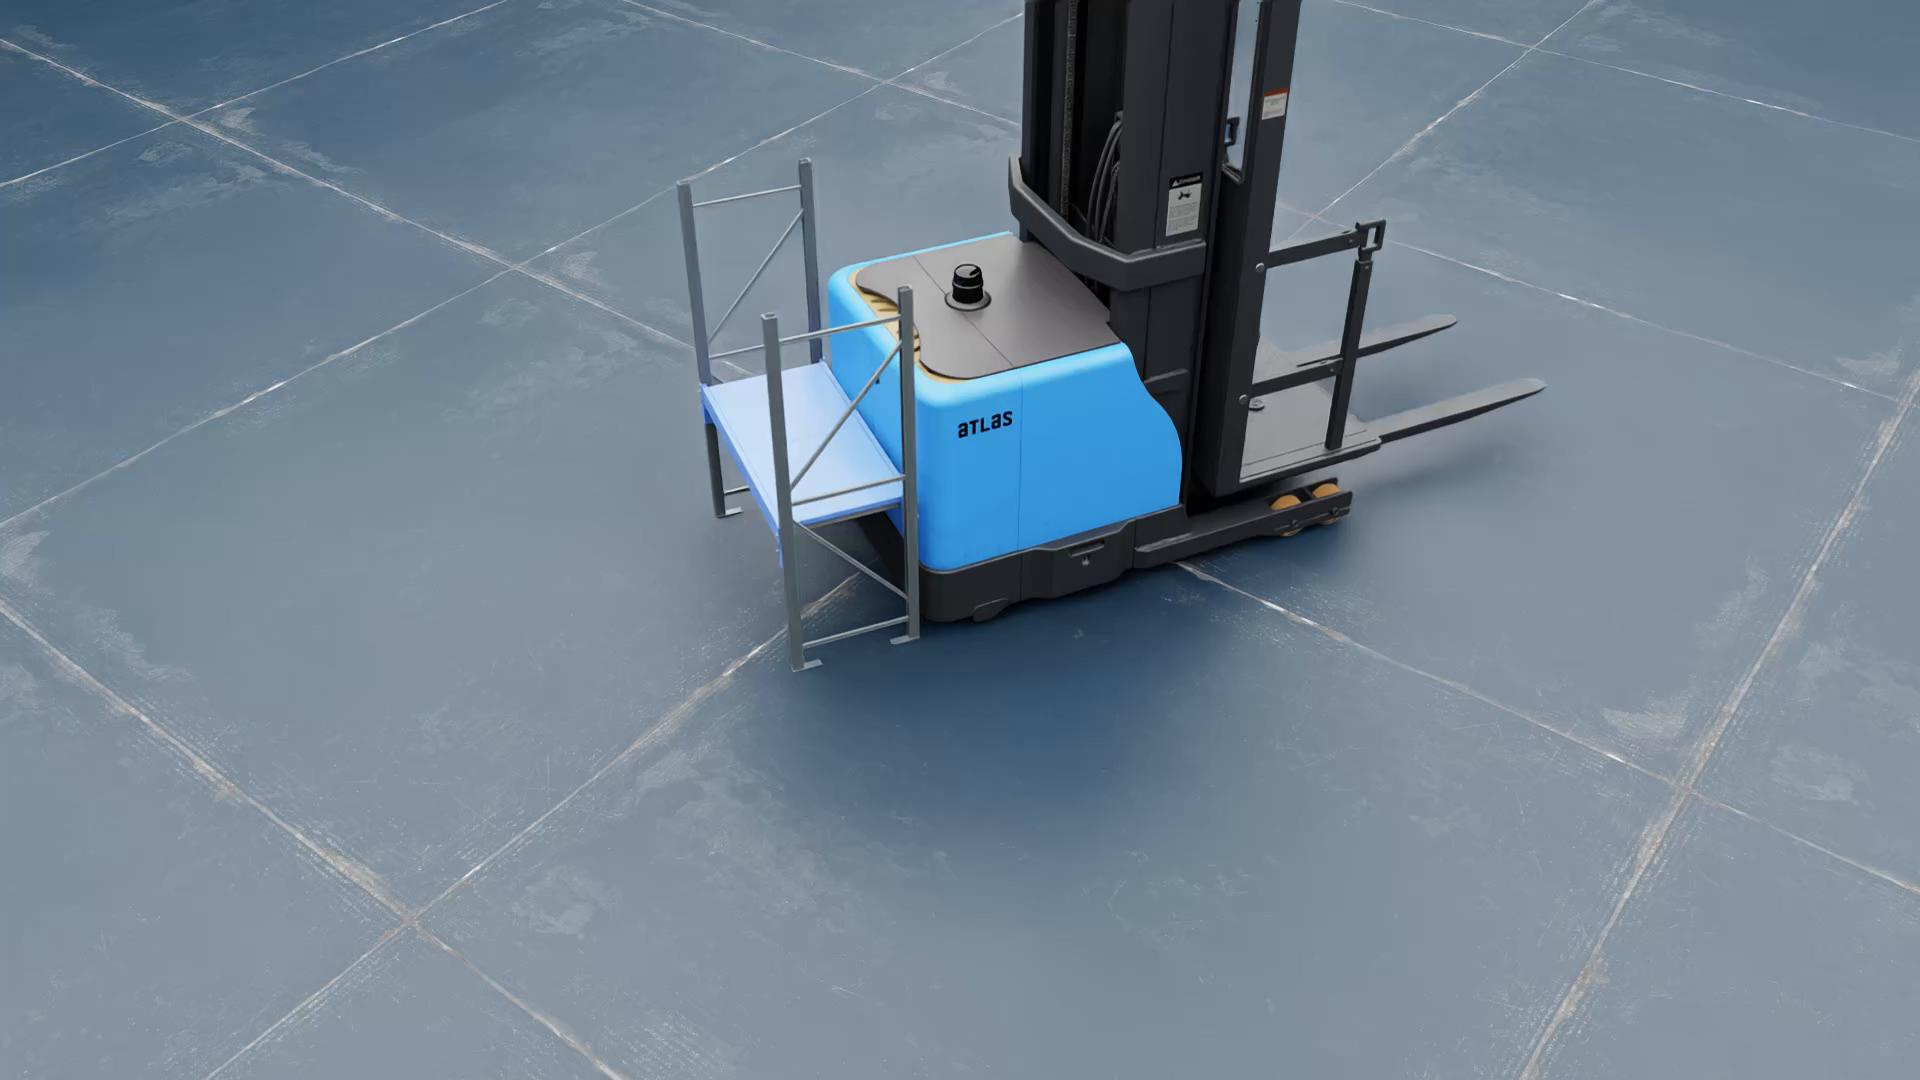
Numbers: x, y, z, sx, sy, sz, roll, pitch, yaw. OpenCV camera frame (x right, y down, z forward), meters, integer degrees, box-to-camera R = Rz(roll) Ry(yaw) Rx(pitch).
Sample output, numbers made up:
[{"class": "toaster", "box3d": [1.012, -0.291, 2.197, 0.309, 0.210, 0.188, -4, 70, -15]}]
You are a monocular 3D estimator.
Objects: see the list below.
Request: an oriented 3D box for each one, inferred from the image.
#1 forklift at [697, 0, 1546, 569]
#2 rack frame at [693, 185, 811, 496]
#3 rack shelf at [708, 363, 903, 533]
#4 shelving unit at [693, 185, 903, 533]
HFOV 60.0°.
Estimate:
[{"class": "forklift", "box3d": [8.514, -0.730, 4.764, 16.363, 3.598, 10.237, -16, 41, -19]}, {"class": "rack frame", "box3d": [-0.782, -0.745, 6.485, 0.475, 1.308, 0.013, -14, 40, -18]}, {"class": "rack shelf", "box3d": [-0.584, -0.353, 6.197, 0.459, 0.062, 0.952, -14, 40, -18]}, {"class": "shelving unit", "box3d": [-0.593, -0.467, 6.130, 0.475, 1.308, 0.991, -14, 40, -18]}]
